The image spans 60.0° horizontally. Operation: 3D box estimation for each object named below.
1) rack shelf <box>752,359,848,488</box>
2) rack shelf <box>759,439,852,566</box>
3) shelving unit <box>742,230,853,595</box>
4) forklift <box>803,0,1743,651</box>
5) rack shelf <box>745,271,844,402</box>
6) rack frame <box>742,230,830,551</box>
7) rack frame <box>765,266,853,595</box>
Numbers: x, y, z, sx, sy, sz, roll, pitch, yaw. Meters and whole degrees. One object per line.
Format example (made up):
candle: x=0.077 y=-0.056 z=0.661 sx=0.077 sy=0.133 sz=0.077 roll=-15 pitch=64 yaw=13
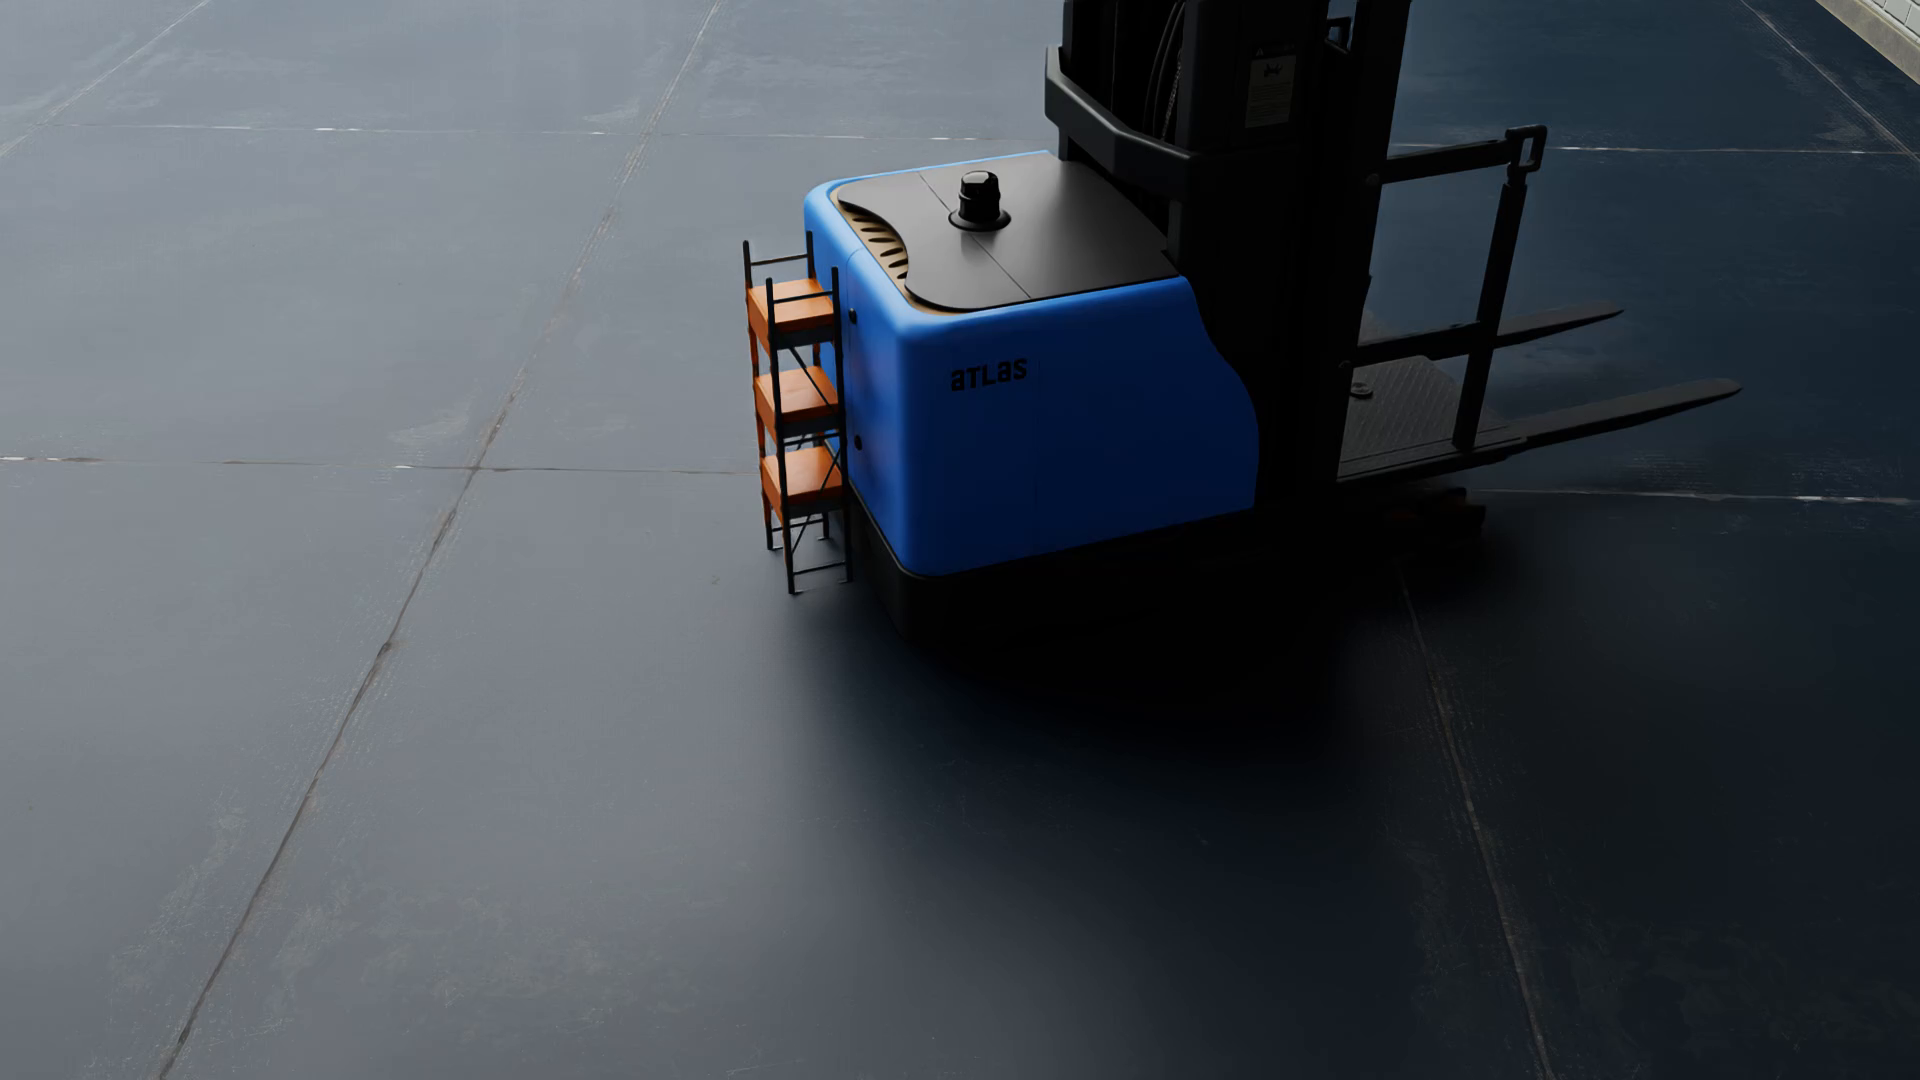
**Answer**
rack shelf: x=-0.465 y=-0.342 z=4.842 sx=0.215 sy=0.259 sz=0.240 roll=-12 pitch=37 yaw=-17
rack shelf: x=-0.464 y=-0.114 z=5.002 sx=0.215 sy=0.259 sz=0.240 roll=-12 pitch=37 yaw=-17
shelving unit: x=-0.465 y=-0.350 z=4.836 sx=0.215 sy=1.050 sz=0.252 roll=-12 pitch=37 yaw=-17
forklift: x=1.100 y=-1.404 z=4.699 sx=3.031 sy=2.935 sz=1.130 roll=-12 pitch=37 yaw=-17
rack shelf: x=-0.465 y=-0.574 z=4.678 sx=0.215 sy=0.259 sz=0.240 roll=-12 pitch=37 yaw=-17
rack frame: x=-0.507 y=-0.416 z=4.929 sx=0.200 sy=1.050 sz=0.008 roll=-12 pitch=37 yaw=-17
rack frame: x=-0.422 y=-0.285 z=4.742 sx=0.200 sy=1.050 sz=0.008 roll=-12 pitch=37 yaw=-17
